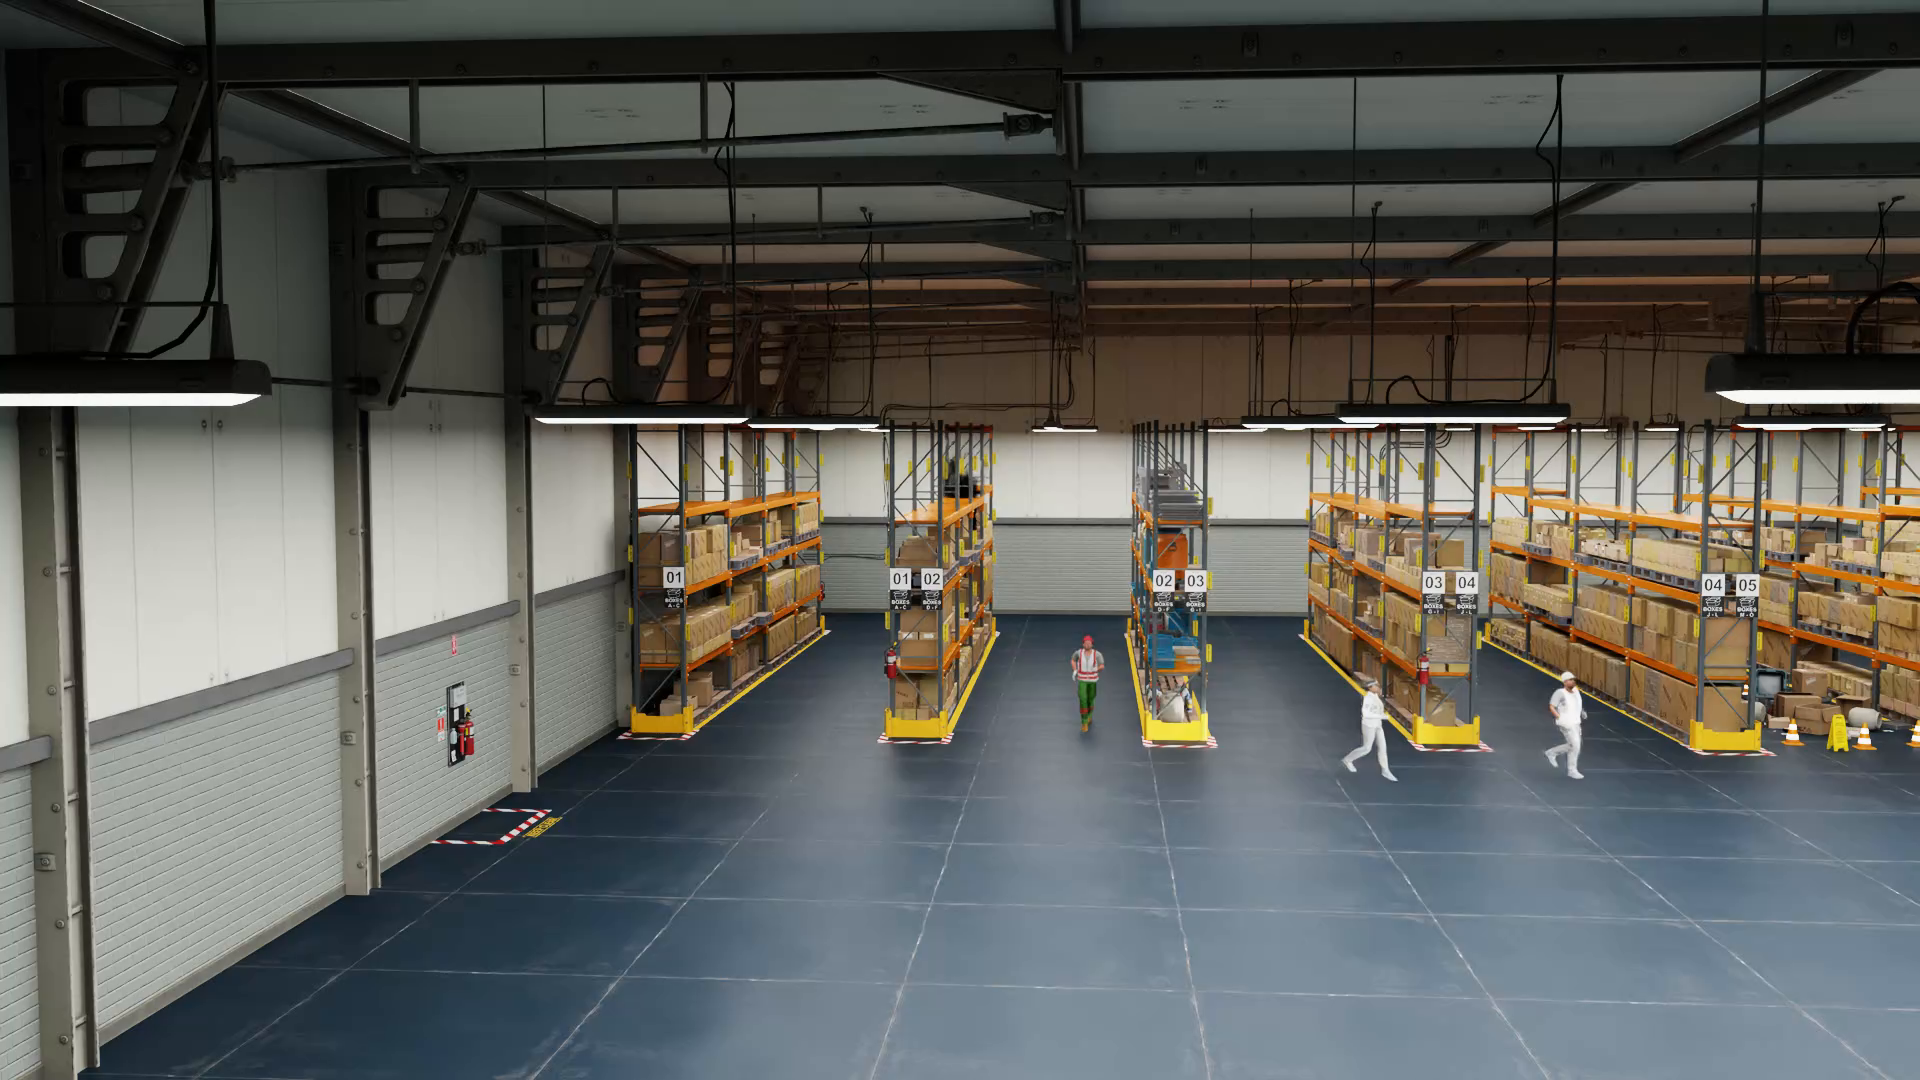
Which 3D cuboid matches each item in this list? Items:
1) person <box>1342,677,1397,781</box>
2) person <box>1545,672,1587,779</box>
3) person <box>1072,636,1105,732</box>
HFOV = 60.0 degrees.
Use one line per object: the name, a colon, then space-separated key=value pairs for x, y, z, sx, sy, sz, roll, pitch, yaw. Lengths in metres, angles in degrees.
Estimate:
person: x=6.825 y=3.122 z=27.646 sx=0.924 sy=1.705 sz=0.614 roll=3 pitch=4 yaw=36
person: x=10.174 y=3.086 z=27.923 sx=0.674 sy=1.765 sz=0.733 roll=-3 pitch=5 yaw=-39
person: x=2.500 y=2.766 z=32.400 sx=0.630 sy=1.816 sz=0.905 roll=0 pitch=4 yaw=1
